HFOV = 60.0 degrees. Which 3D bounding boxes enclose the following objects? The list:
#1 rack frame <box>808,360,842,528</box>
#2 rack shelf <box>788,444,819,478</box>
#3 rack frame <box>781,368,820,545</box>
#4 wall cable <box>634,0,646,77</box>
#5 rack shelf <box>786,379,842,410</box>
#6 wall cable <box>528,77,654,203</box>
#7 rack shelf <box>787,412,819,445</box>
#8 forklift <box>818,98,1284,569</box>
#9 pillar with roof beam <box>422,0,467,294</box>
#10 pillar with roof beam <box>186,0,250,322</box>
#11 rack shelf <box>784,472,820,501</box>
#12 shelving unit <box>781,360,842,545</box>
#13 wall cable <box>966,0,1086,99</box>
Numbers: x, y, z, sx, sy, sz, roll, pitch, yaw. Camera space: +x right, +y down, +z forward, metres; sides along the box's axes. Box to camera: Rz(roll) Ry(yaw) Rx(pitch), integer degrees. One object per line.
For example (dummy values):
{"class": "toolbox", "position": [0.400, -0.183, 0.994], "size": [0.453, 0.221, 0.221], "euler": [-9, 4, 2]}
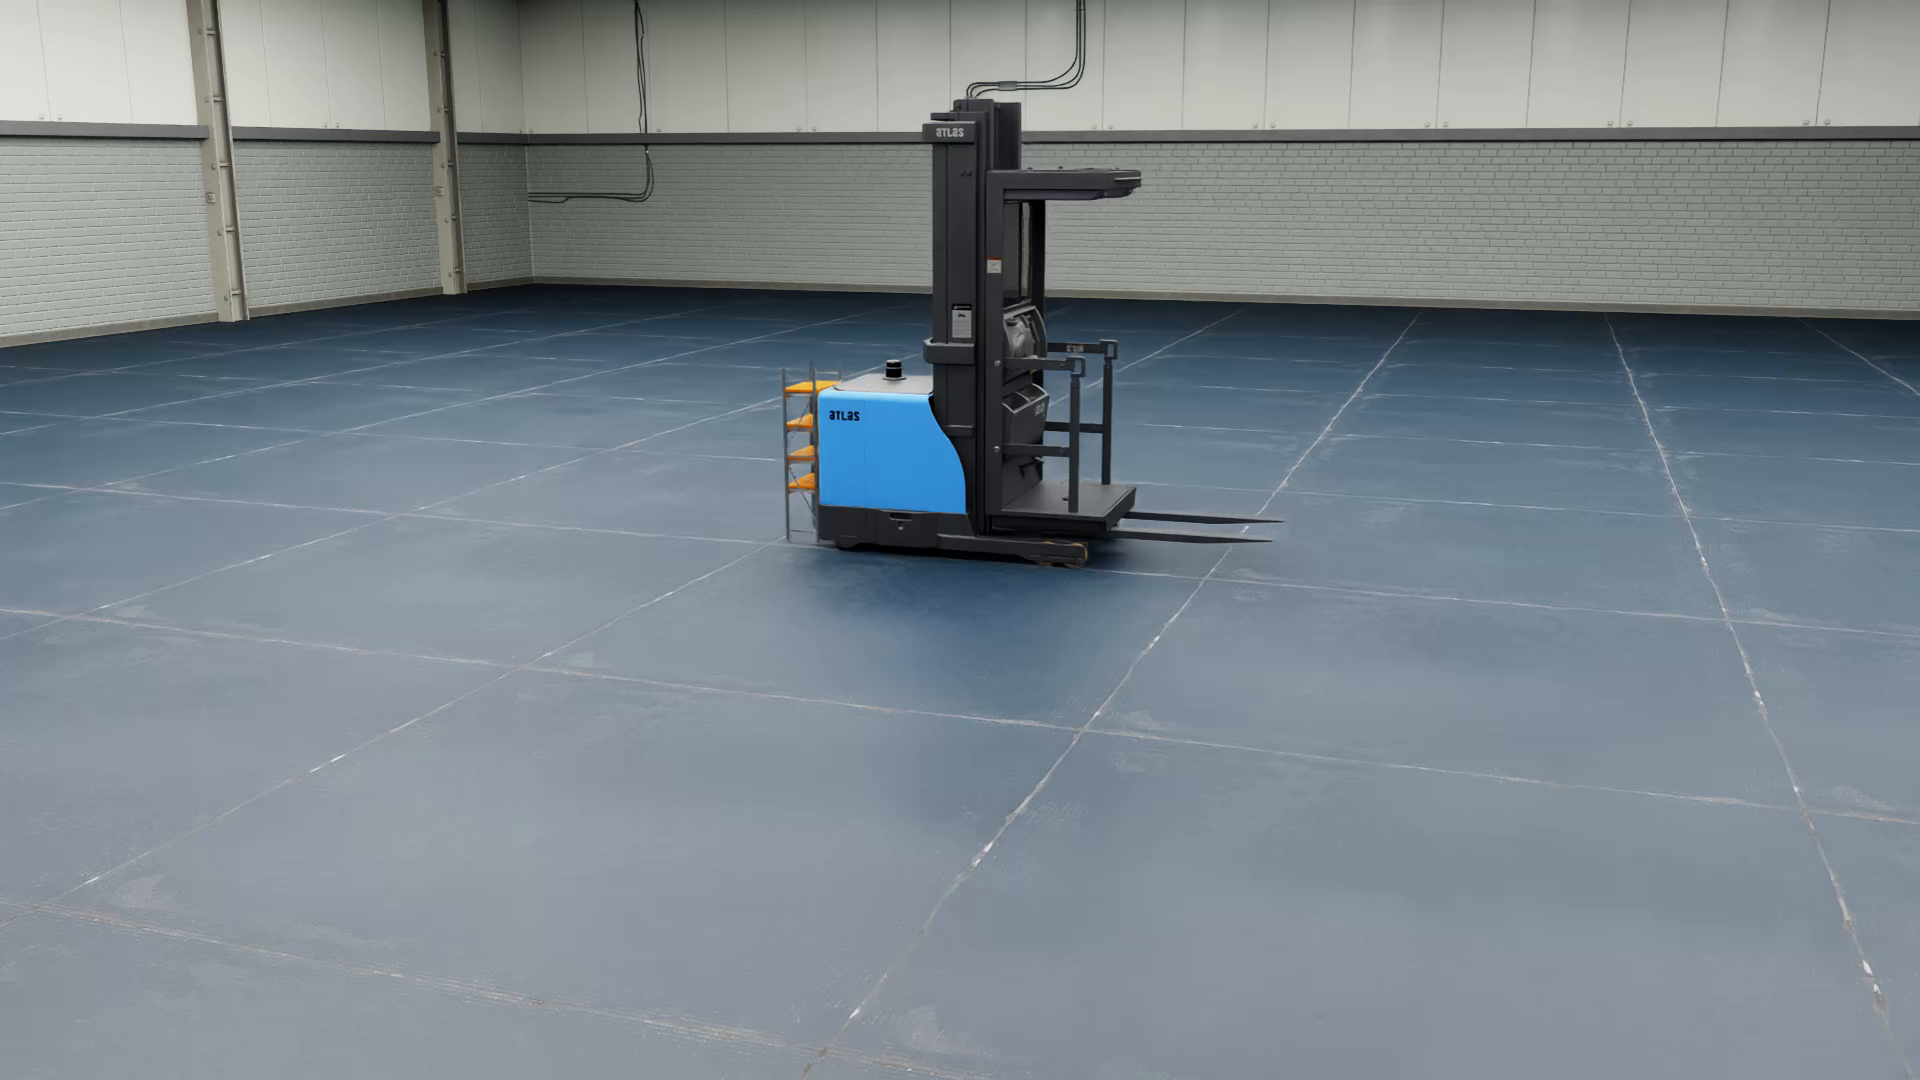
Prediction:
{"class": "rack frame", "position": [-0.939, -0.667, 11.710], "size": [0.240, 1.200, 0.015], "euler": [3, 13, 16]}
{"class": "rack shelf", "position": [-1.008, -0.549, 11.497], "size": [0.258, 0.148, 0.480], "euler": [3, 13, 16]}
{"class": "rack frame", "position": [-1.077, -0.563, 11.254], "size": [0.240, 1.200, 0.015], "euler": [3, 13, 16]}
{"class": "wall cable", "position": [-5.204, -10.530, 33.028], "size": [3.097, 2.526, 0.112], "euler": [4, 14, 18]}
{"class": "rack shelf", "position": [-1.010, -0.998, 11.395], "size": [0.258, 0.148, 0.480], "euler": [3, 13, 16]}
{"class": "wall cable", "position": [-7.764, -8.262, 34.443], "size": [3.097, 2.526, 0.112], "euler": [4, 14, 18]}
{"class": "rack shelf", "position": [-1.009, -0.767, 11.447], "size": [0.258, 0.148, 0.480], "euler": [3, 13, 16]}
{"class": "forklift", "position": [0.617, -1.376, 10.930], "size": [3.031, 2.935, 1.130], "euler": [4, 13, 17]}
{"class": "pillar with roof beam", "position": [-5.895, -8.941, 30.439], "size": [9.100, 9.000, 0.400], "euler": [4, 14, 18]}
{"class": "pillar with roof beam", "position": [-7.836, -7.678, 24.904], "size": [9.100, 9.000, 0.400], "euler": [4, 14, 18]}
{"class": "rack shelf", "position": [-1.007, -0.355, 11.541], "size": [0.258, 0.148, 0.480], "euler": [3, 13, 16]}
{"class": "shelving unit", "position": [-1.008, -0.615, 11.482], "size": [0.258, 1.200, 0.503], "euler": [3, 13, 16]}
{"class": "wall cable", "position": [1.214, -10.747, 30.710], "size": [2.305, 6.003, 0.169], "euler": [4, 14, 18]}
